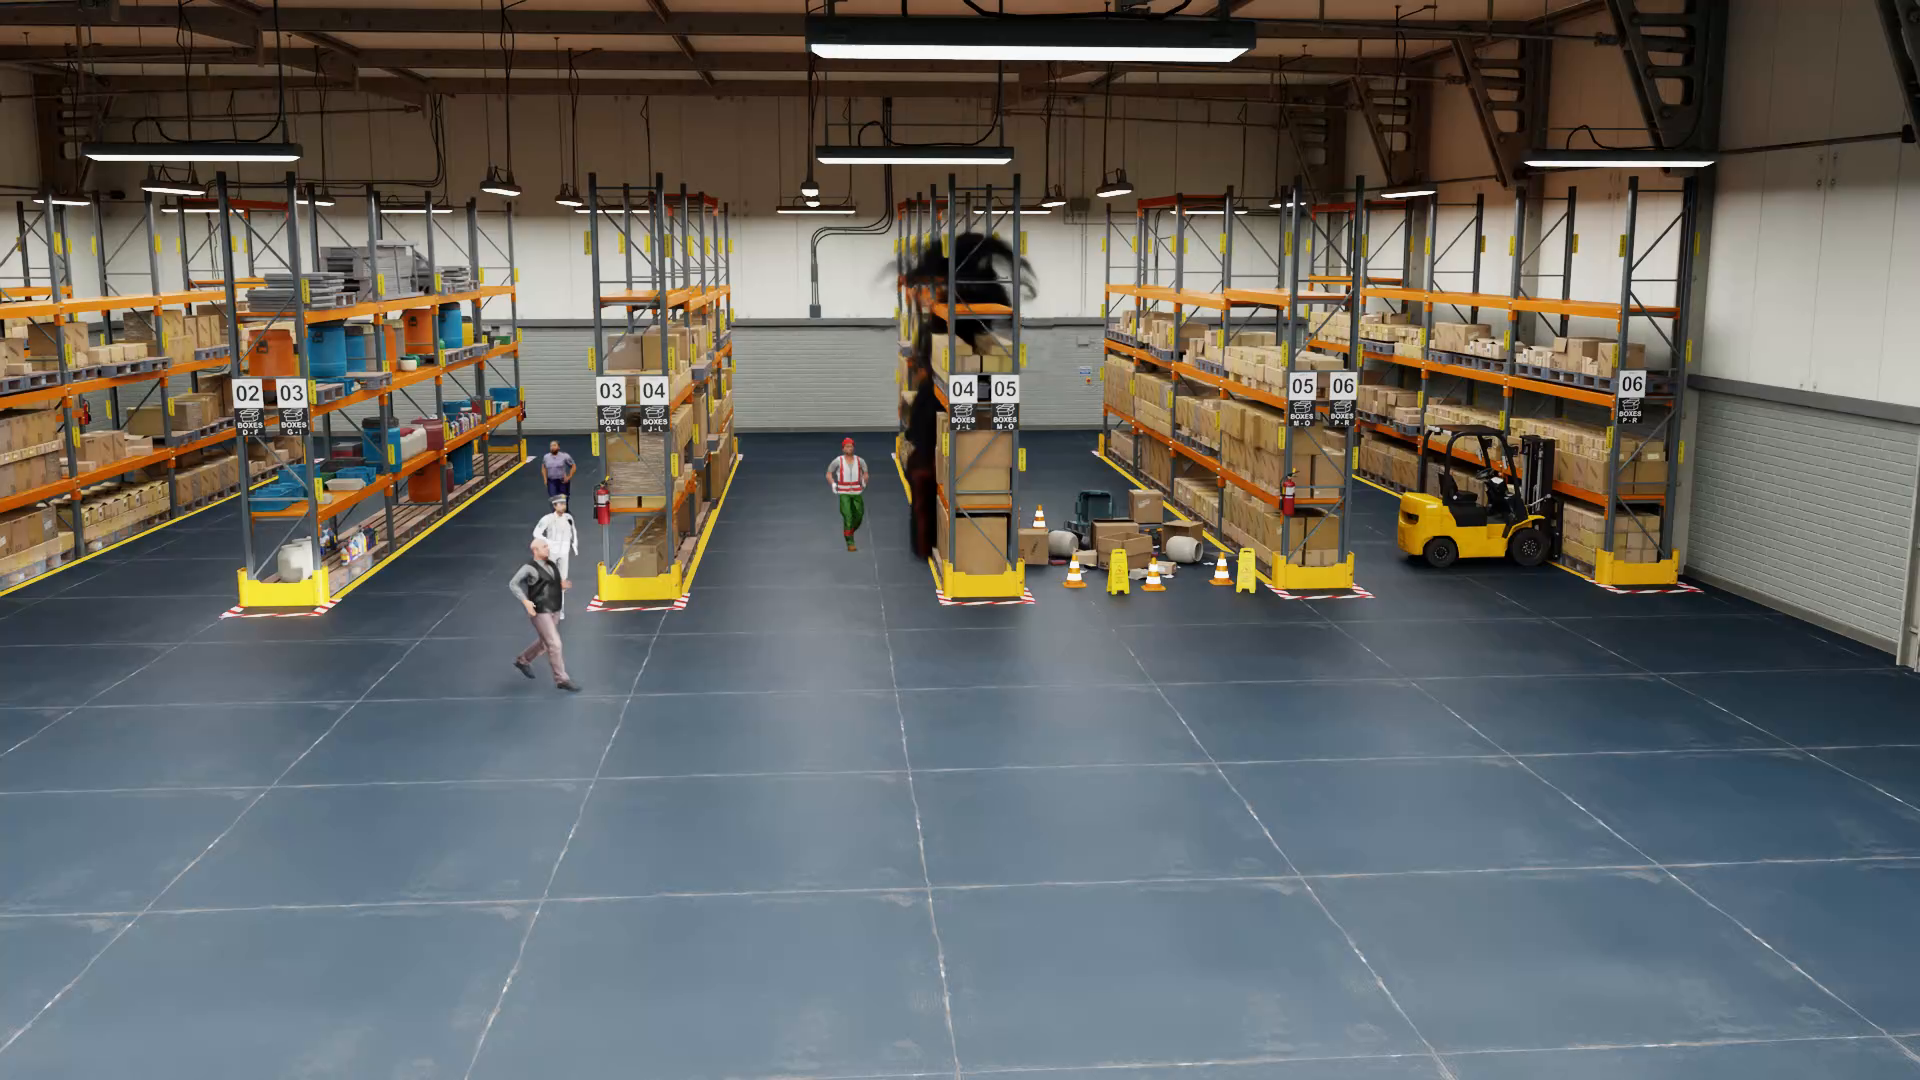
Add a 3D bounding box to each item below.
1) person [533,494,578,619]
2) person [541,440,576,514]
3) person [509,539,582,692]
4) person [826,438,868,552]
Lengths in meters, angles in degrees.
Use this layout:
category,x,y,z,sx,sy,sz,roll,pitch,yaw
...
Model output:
category,x,y,z,sx,sy,sz,roll,pitch,yaw
person,-5.501,0.189,22.788,0.672,1.657,0.918,-7,12,-34
person,-7.118,-0.957,29.562,0.625,1.656,0.722,0,10,-1
person,-4.729,0.830,18.911,0.968,1.709,0.654,4,11,19
person,-1.736,-0.715,26.043,0.663,1.761,0.710,-3,11,-18
